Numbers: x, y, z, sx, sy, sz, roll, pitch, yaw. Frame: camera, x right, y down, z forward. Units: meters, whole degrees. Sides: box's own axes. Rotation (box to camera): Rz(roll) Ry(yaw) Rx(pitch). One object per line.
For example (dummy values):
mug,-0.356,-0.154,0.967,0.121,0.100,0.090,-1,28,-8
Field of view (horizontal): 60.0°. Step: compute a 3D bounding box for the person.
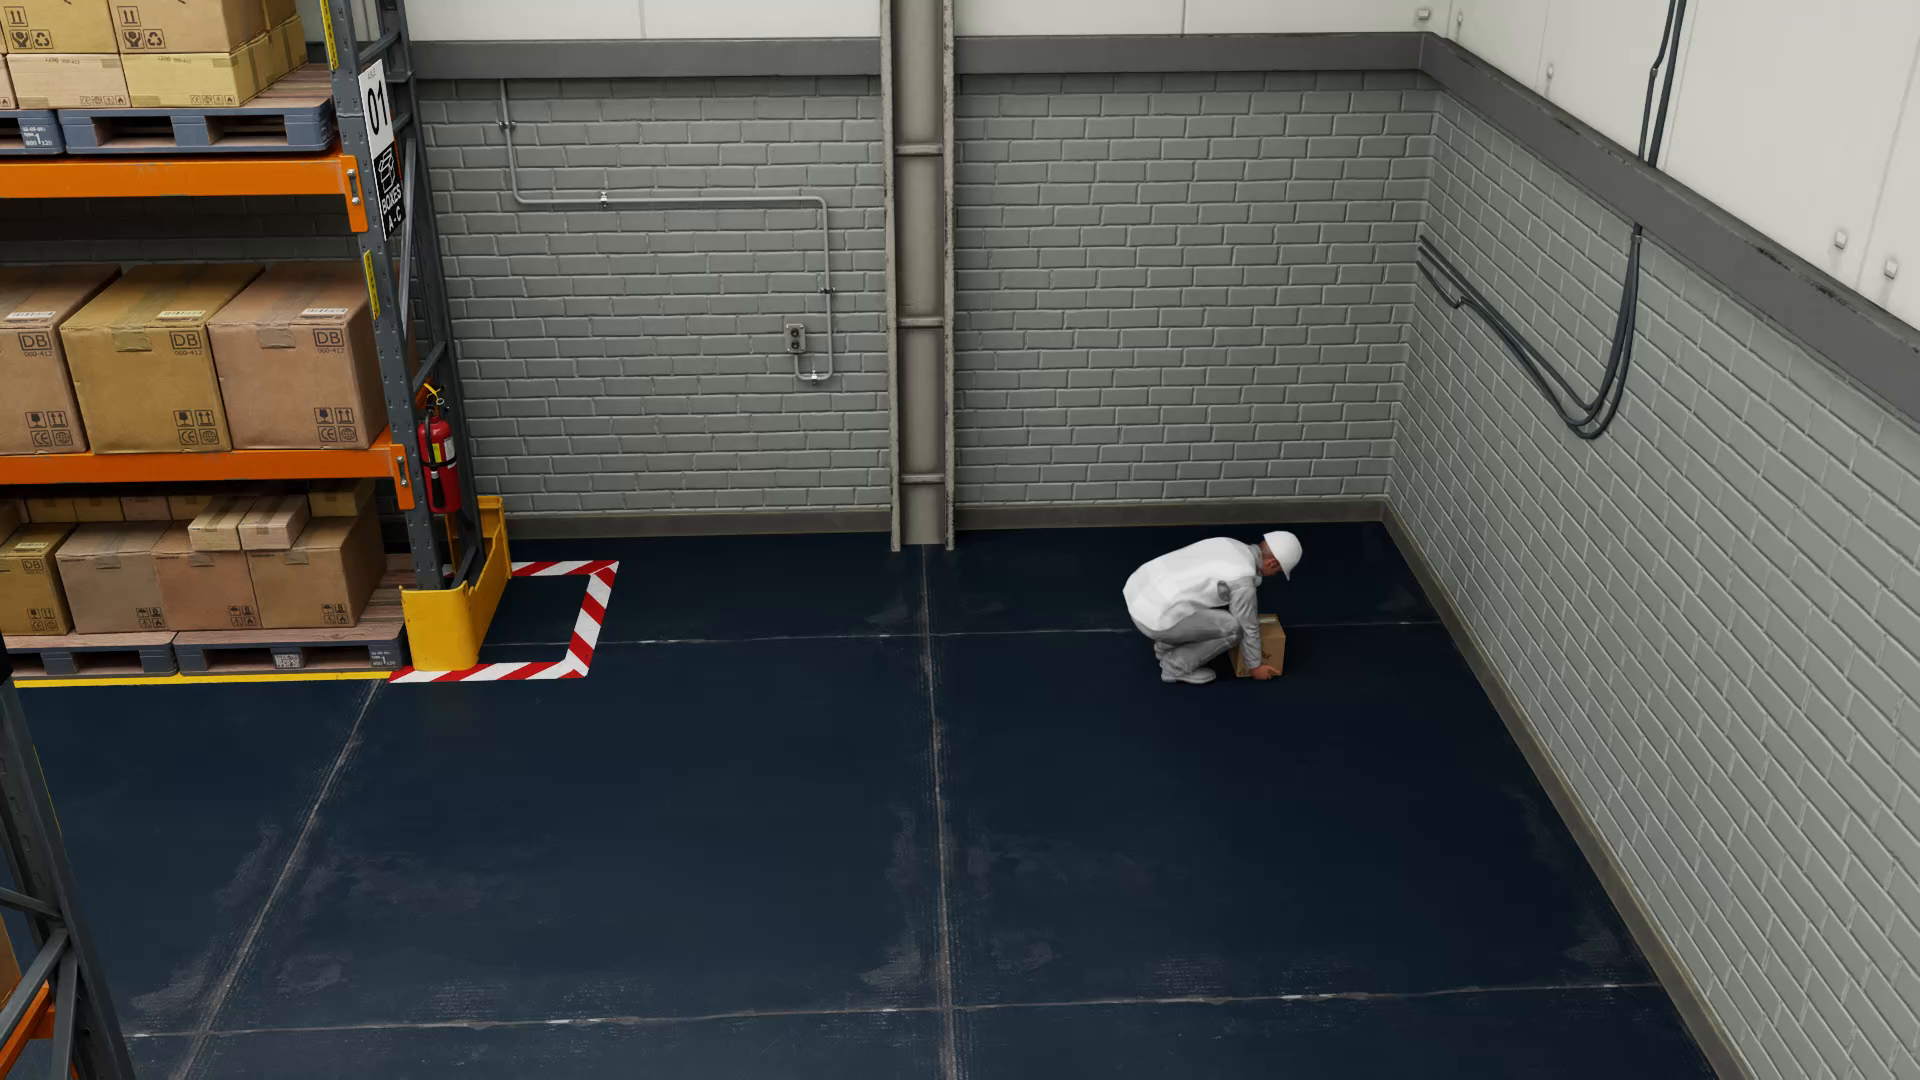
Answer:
person,1.363,0.382,9.016,0.952,0.875,0.513,-2,27,-3
